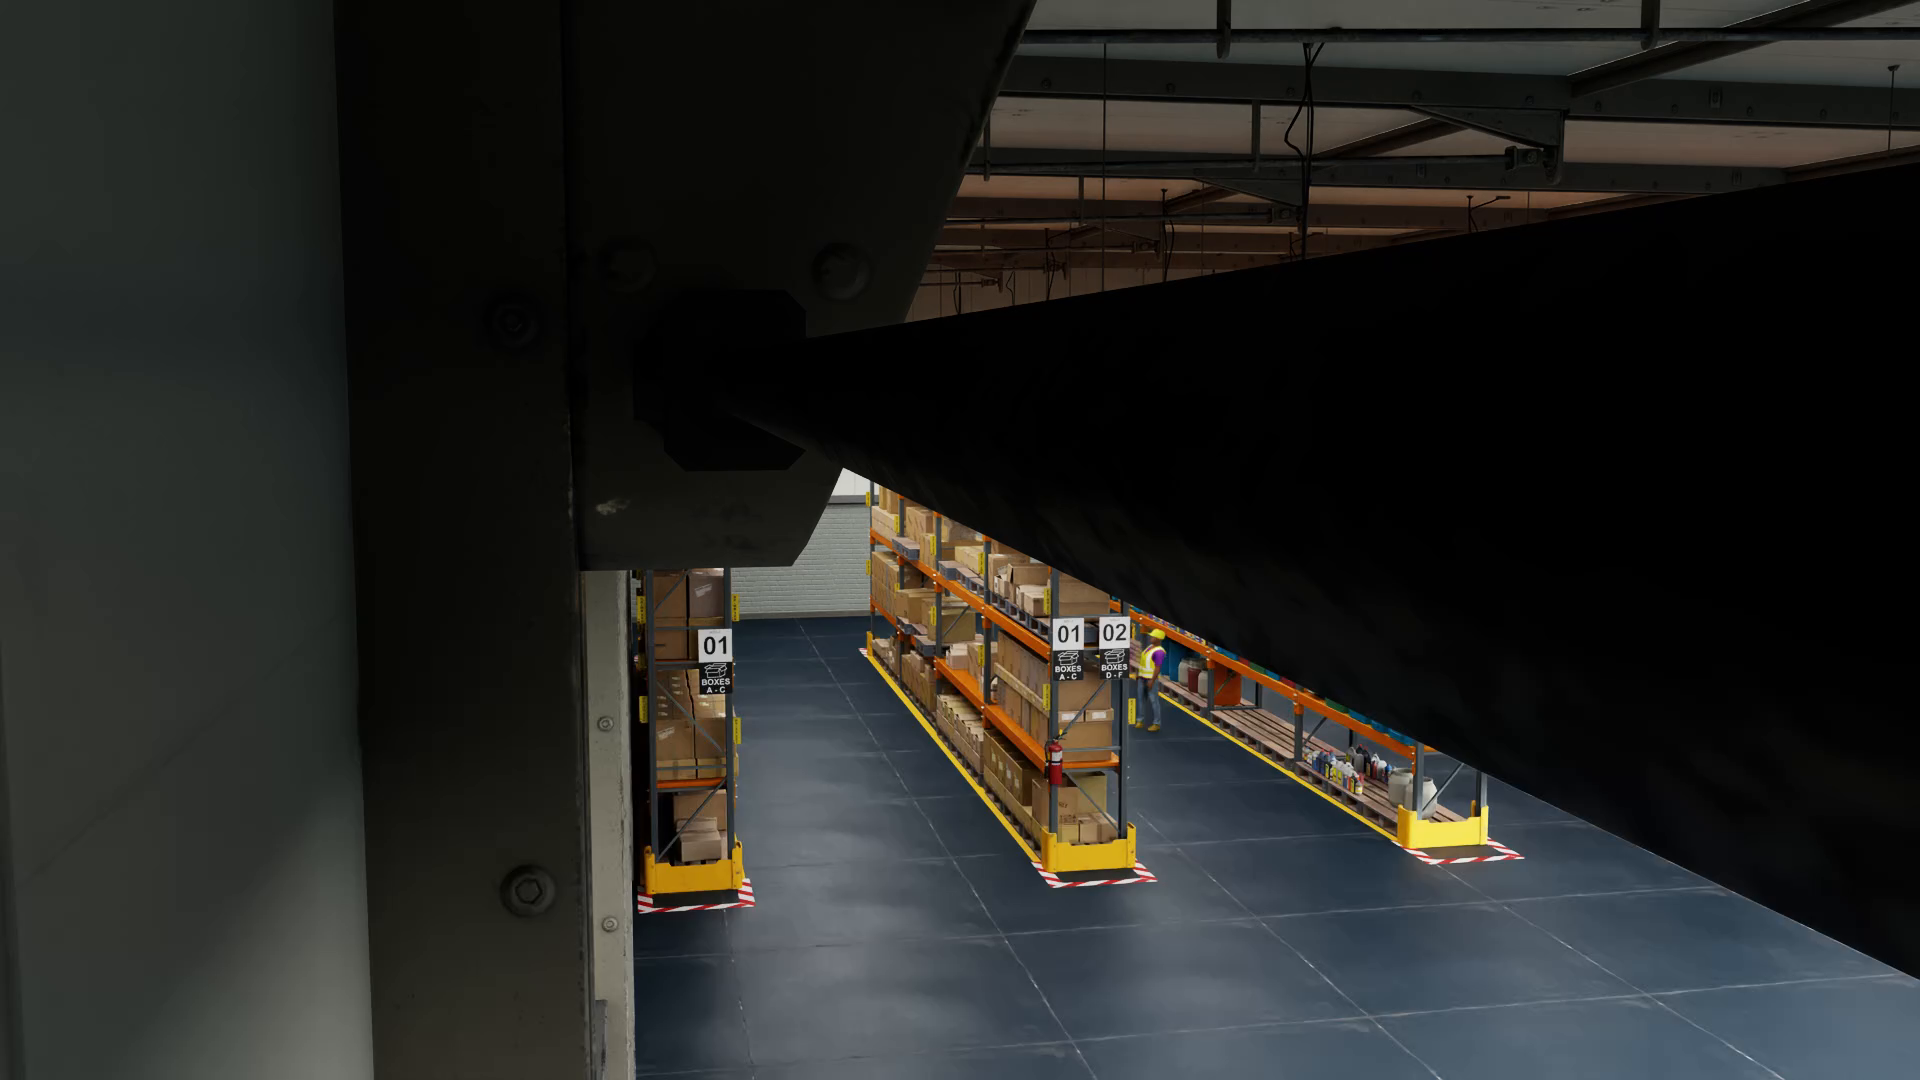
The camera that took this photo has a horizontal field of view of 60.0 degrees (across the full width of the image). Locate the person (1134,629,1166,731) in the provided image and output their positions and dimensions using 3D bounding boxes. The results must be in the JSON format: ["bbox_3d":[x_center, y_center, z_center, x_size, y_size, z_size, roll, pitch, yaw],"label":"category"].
[{"bbox_3d":[3.311,2.422,29.044,0.521,1.751,0.639,-4,7,-33],"label":"person"}]
